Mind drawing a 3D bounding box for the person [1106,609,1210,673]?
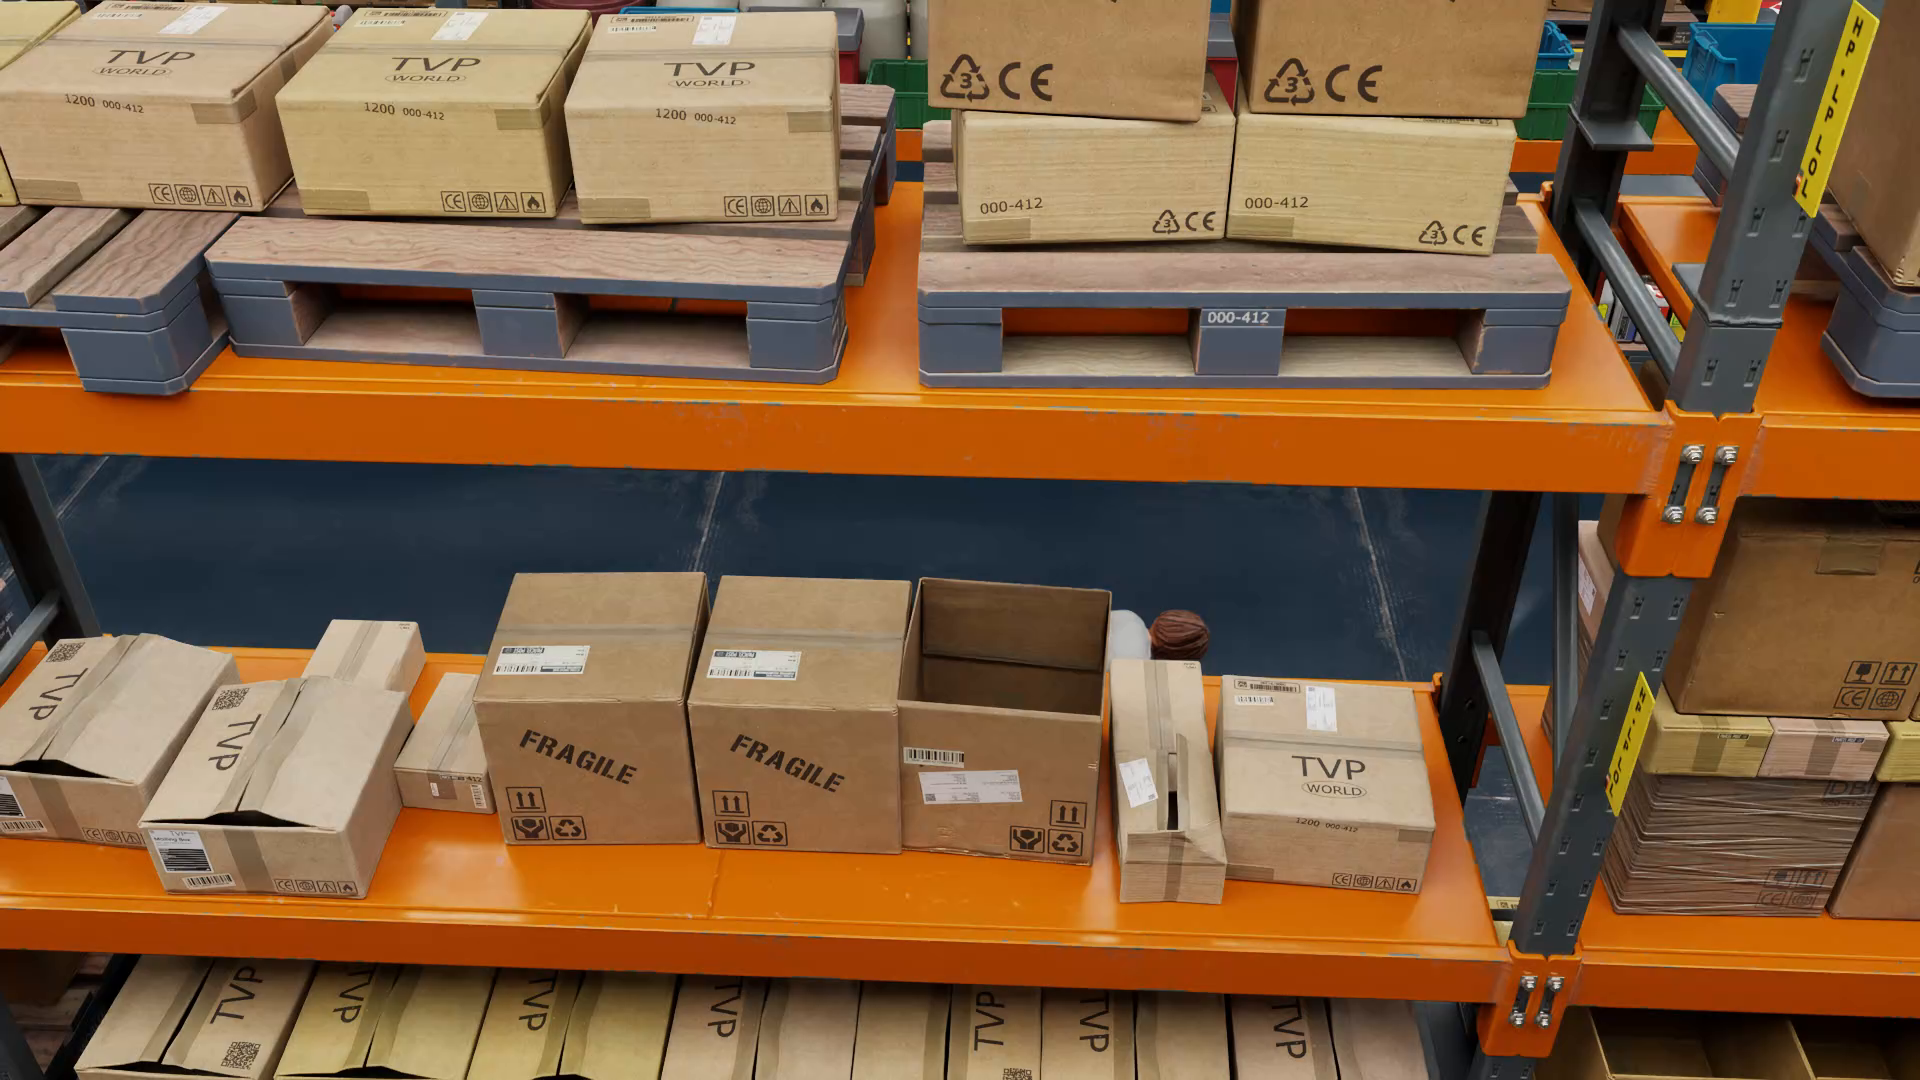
[{"bbox_3d":[0.486,0.592,6.165,0.835,0.768,0.433,2,36,2],"label":"person"}]
